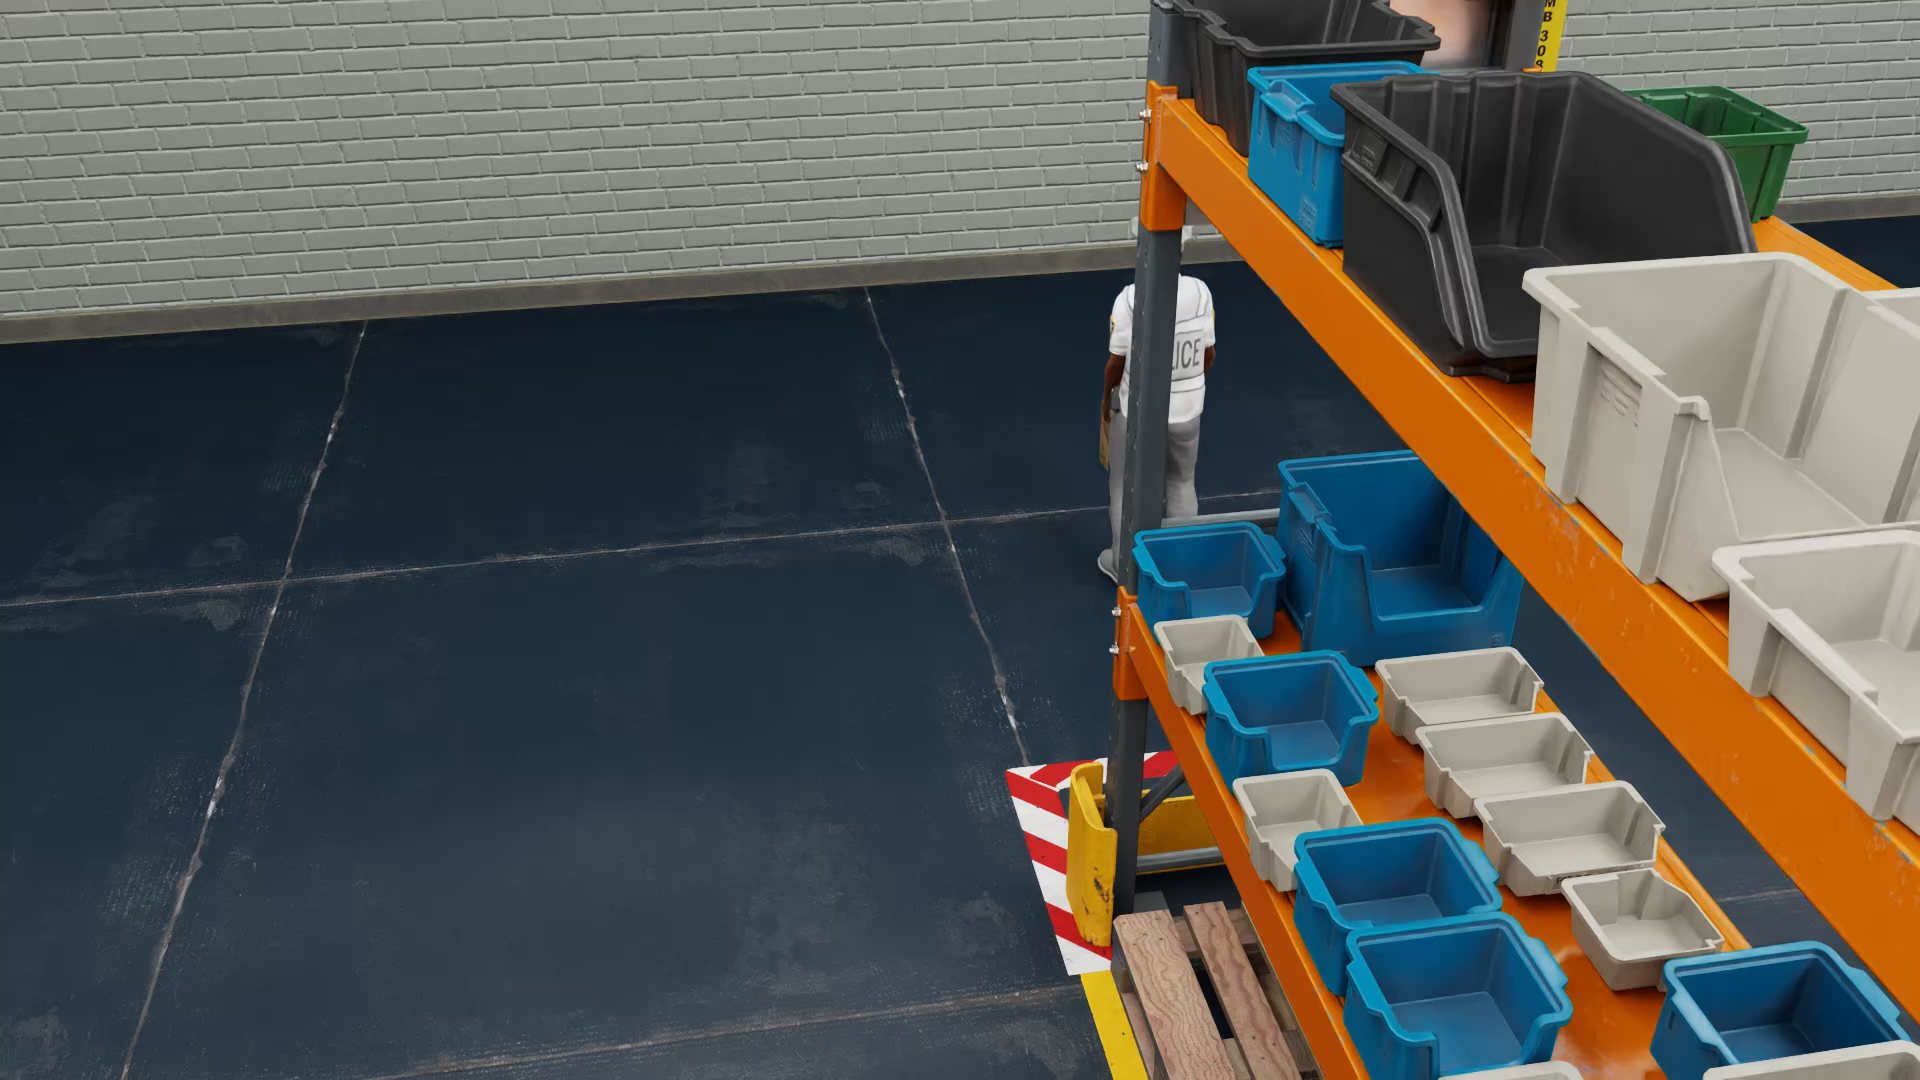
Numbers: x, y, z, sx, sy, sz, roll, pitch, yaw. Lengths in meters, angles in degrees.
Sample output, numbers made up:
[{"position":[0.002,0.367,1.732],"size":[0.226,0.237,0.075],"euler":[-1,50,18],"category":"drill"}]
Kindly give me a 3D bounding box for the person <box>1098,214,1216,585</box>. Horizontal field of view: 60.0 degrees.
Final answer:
[{"position":[0.836,-0.558,7.053],"size":[0.492,1.672,0.372],"euler":[-6,31,-10],"category":"person"}]
